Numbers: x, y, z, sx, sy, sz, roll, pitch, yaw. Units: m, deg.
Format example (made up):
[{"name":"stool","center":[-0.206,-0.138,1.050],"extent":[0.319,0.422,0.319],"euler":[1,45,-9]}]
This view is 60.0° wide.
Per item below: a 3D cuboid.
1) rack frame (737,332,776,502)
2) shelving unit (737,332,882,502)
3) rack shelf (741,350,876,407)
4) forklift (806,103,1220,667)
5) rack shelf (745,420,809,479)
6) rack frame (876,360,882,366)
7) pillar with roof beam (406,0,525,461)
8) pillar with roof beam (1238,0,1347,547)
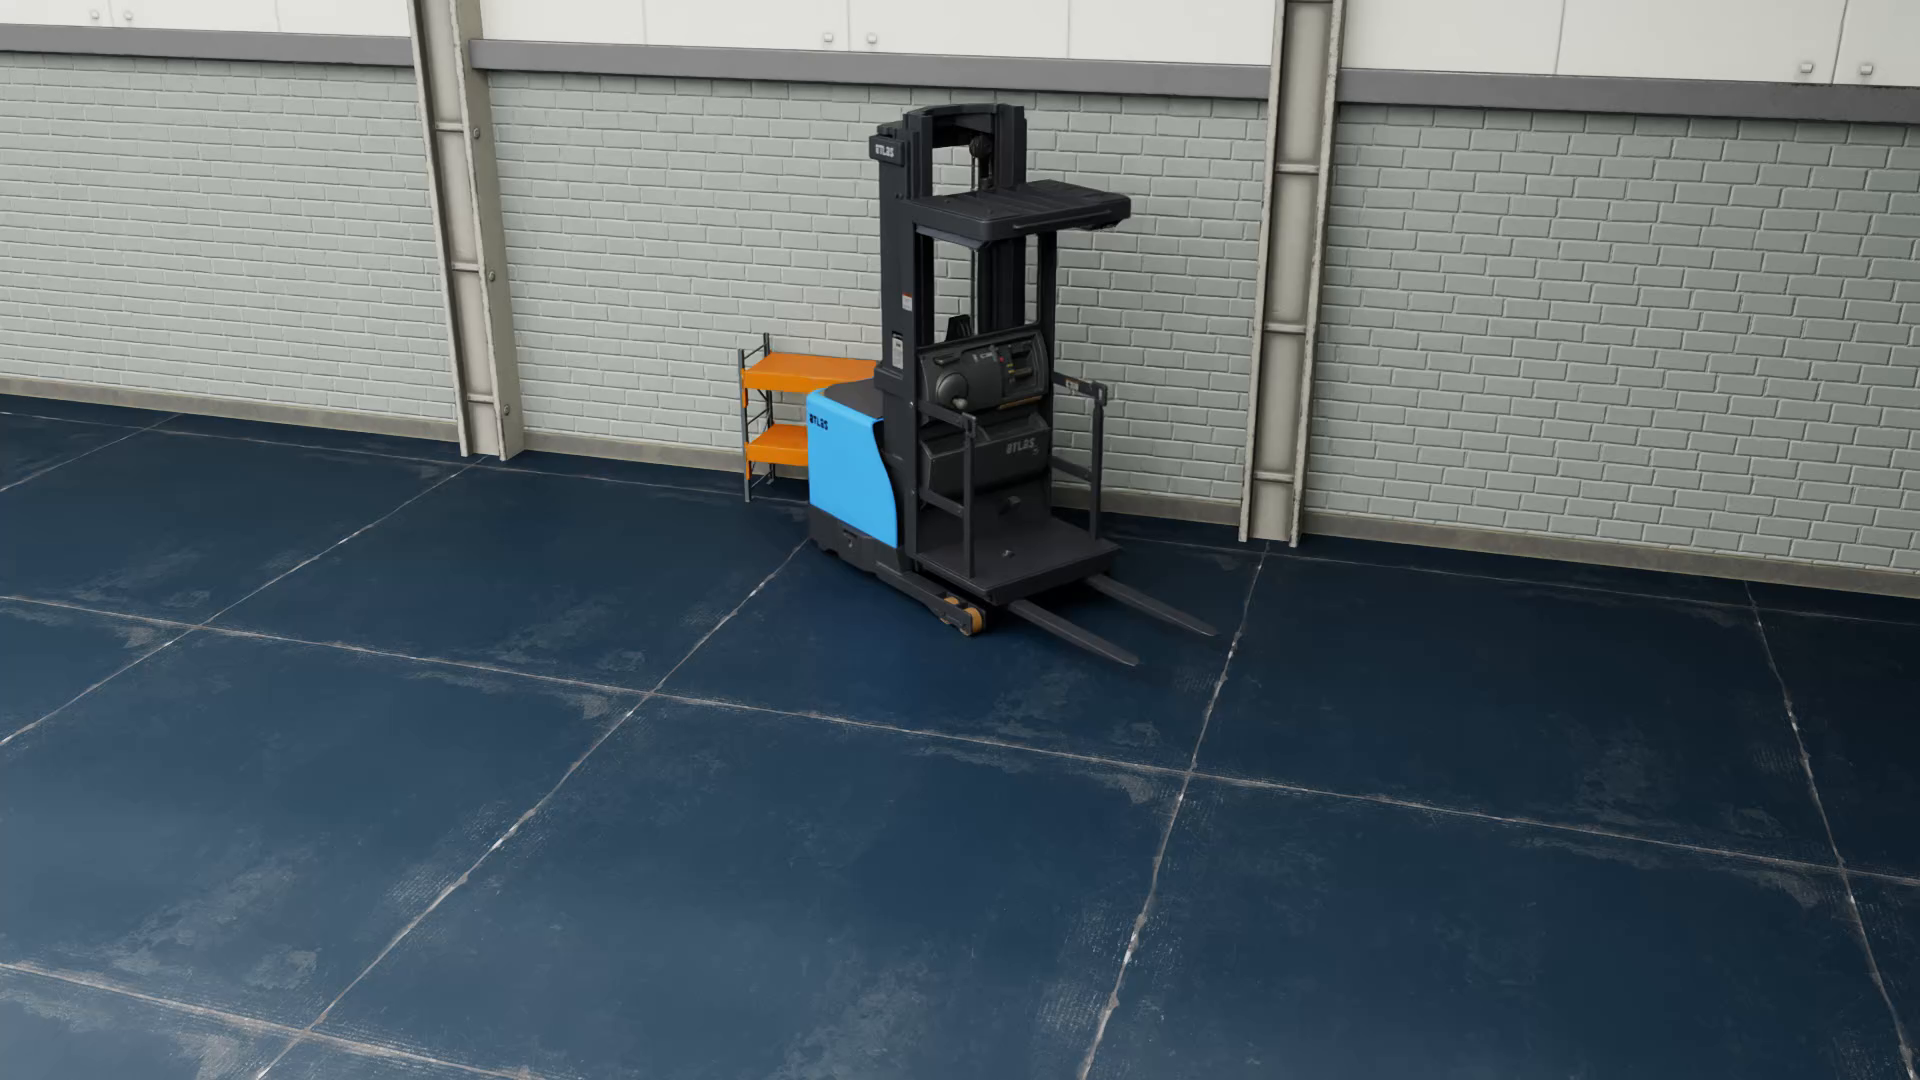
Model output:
[{"name":"rack frame","center":[-1.456,-0.883,11.941],"extent":[0.032,1.125,0.500],"euler":[6,23,15]},{"name":"shelving unit","center":[-0.968,-0.828,11.807],"extent":[1.048,1.125,0.538],"euler":[6,23,15]},{"name":"rack shelf","center":[-0.968,-1.099,11.696],"extent":[1.000,0.278,0.538],"euler":[6,23,15]},{"name":"forklift","center":[0.282,-0.999,9.844],"extent":[1.130,2.935,3.031],"euler":[-16,27,-34]},{"name":"rack shelf","center":[-0.968,-0.602,11.900],"extent":[1.000,0.278,0.538],"euler":[6,23,15]},{"name":"rack frame","center":[-0.481,-0.774,11.674],"extent":[0.032,1.125,0.500],"euler":[6,23,15]},{"name":"pillar with roof beam","center":[-4.871,-3.285,7.422],"extent":[0.400,9.000,9.100],"euler":[7,23,16]},{"name":"pillar with roof beam","center":[0.874,-2.628,5.818],"extent":[0.400,9.000,9.100],"euler":[7,23,16]}]
